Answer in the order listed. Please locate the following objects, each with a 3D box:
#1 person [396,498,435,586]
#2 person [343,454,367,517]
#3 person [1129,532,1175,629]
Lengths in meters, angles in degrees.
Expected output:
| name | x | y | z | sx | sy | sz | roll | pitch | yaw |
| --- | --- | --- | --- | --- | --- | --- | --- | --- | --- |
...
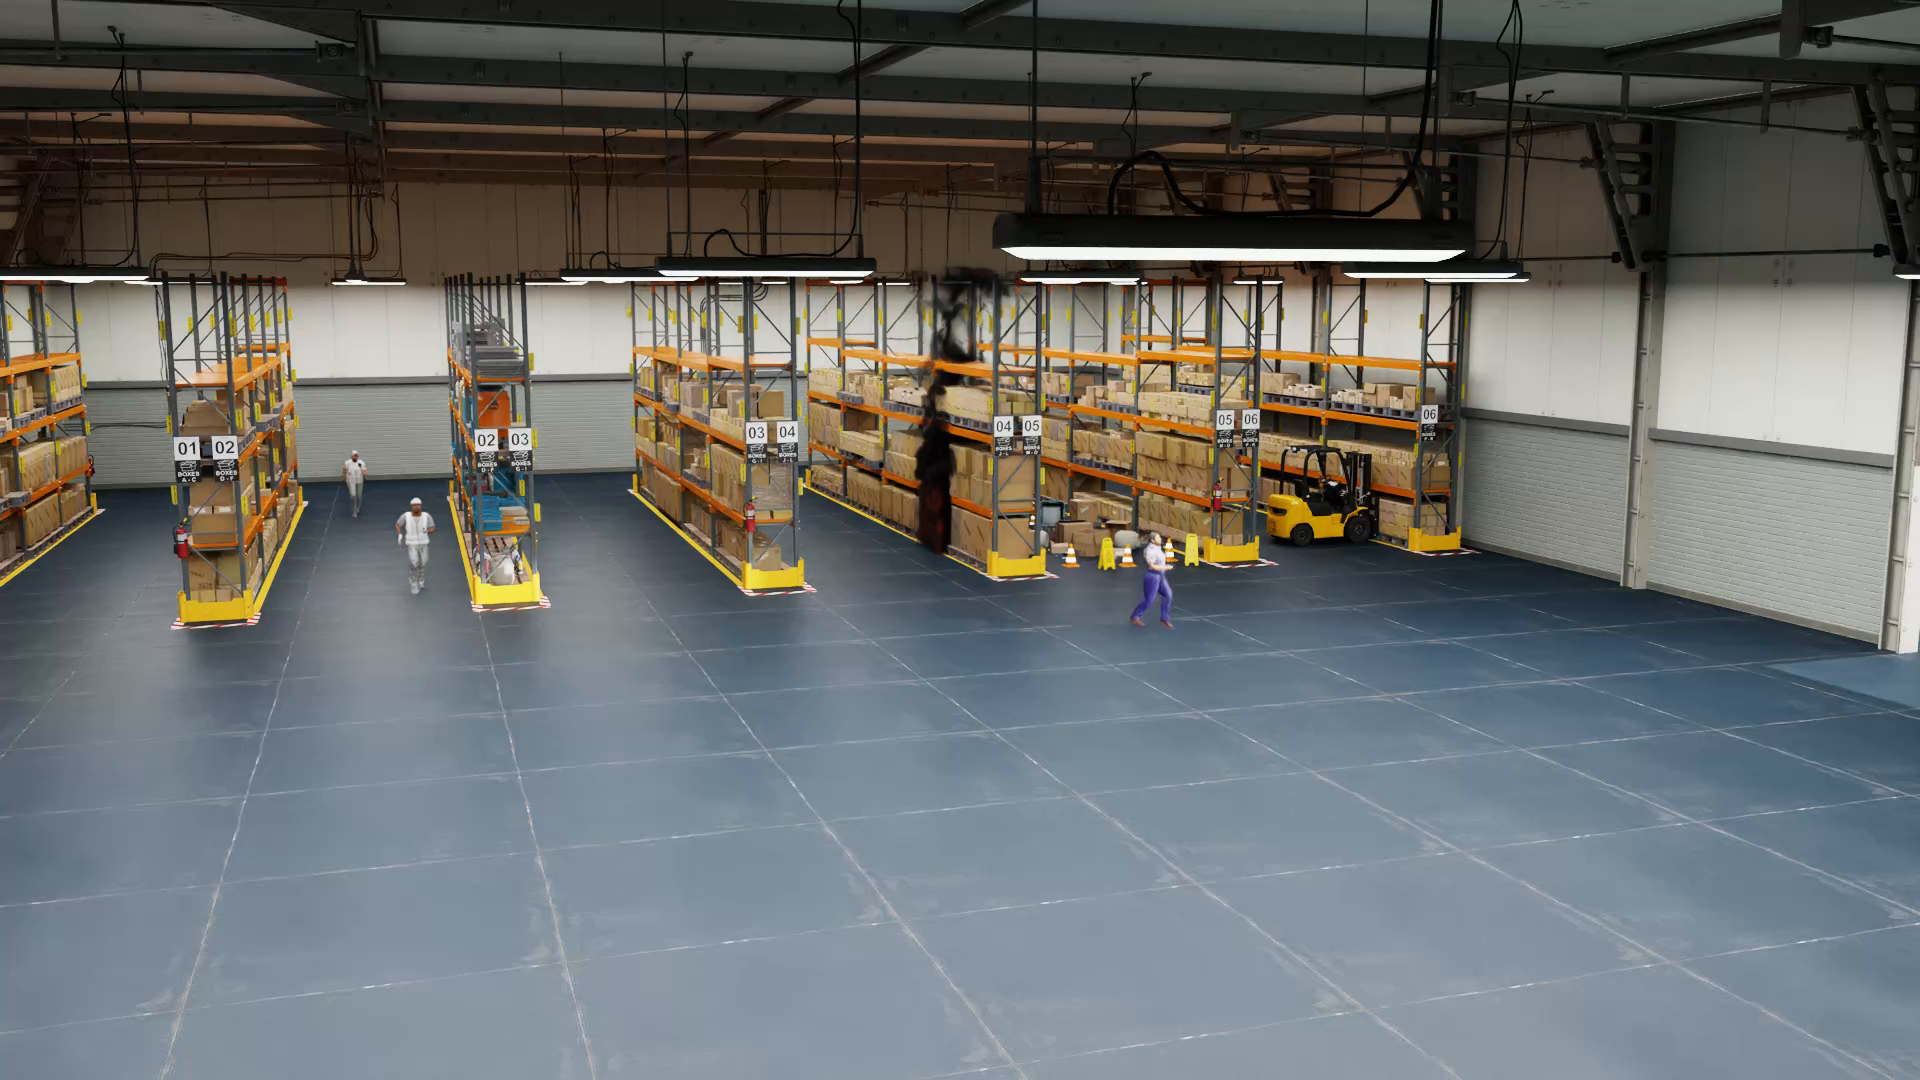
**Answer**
| name | x | y | z | sx | sy | sz | roll | pitch | yaw |
| --- | --- | --- | --- | --- | --- | --- | --- | --- | --- |
| person | -10.255 | 0.038 | 31.426 | 0.656 | 1.666 | 0.724 | -5 | 10 | -29 |
| person | -15.334 | -1.422 | 42.216 | 0.530 | 1.690 | 0.840 | -5 | 10 | -32 |
| person | 3.254 | 0.739 | 28.151 | 0.759 | 1.616 | 0.608 | 3 | 9 | 20 |
